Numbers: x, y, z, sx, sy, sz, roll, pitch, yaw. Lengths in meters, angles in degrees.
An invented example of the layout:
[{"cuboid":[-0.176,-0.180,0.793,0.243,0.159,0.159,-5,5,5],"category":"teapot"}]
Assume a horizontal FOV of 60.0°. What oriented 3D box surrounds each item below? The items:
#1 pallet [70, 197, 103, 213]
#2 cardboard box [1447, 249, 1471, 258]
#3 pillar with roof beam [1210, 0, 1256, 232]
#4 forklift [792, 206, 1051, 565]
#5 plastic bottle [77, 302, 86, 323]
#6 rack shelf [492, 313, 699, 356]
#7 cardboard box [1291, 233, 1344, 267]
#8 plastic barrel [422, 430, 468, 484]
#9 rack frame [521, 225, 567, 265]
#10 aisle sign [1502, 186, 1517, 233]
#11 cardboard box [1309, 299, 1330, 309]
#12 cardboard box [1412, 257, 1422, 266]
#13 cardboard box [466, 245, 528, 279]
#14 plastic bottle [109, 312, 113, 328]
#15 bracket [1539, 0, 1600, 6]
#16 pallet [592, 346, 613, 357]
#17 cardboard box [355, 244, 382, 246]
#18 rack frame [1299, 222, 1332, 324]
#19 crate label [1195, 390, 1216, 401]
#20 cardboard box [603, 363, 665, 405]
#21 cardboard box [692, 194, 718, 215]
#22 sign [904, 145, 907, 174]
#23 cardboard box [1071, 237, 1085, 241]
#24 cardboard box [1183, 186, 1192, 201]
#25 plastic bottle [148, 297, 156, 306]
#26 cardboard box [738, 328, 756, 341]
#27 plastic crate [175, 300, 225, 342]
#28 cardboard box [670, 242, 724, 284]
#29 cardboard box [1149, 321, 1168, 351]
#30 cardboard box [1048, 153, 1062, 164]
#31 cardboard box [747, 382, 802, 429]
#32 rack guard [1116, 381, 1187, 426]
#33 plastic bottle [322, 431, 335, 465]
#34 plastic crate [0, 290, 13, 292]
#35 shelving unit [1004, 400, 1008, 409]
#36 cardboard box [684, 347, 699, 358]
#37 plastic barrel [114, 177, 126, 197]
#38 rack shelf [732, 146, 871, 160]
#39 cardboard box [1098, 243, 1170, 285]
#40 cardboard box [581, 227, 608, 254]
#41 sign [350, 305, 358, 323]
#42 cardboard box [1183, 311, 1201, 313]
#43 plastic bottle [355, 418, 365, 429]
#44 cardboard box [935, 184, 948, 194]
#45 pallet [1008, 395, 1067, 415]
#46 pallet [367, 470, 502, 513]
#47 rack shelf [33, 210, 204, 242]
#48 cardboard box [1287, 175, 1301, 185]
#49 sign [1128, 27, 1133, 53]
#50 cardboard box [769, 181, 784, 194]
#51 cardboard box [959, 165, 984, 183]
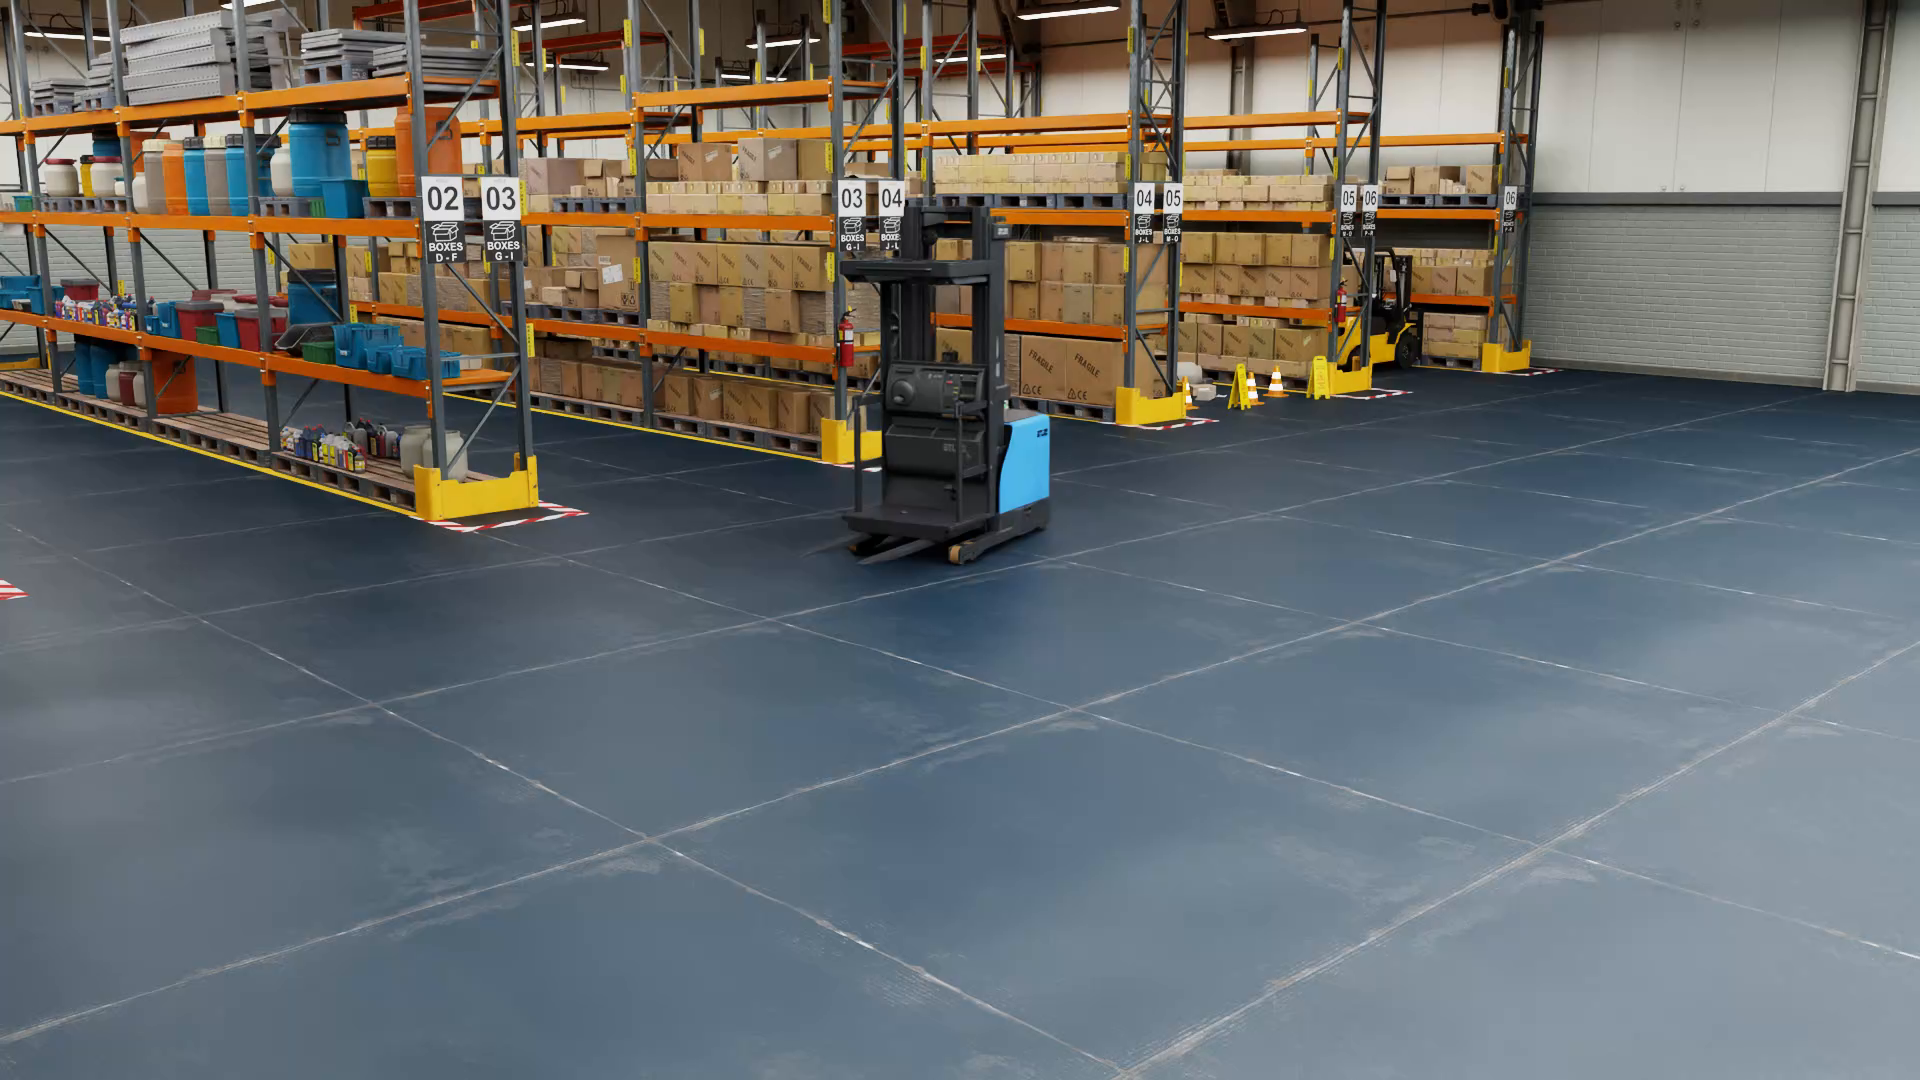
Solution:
[{"cuboid":[-11.516,-4.610,22.890,1.003,0.211,1.213,-11,16,-43],"category":"pallet"},{"cuboid":[8.918,-5.113,29.703,0.380,0.149,0.250,-10,16,-41],"category":"cardboard box"},{"cuboid":[2.625,-7.953,31.213,9.100,9.000,0.548,-11,16,-43],"category":"pillar with roof beam"},{"cuboid":[-0.315,-1.327,14.090,1.130,2.935,3.031,6,13,28],"category":"forklift"},{"cuboid":[-12.230,-3.183,23.236,0.152,0.276,0.135,-11,16,-43],"category":"plastic bottle"},{"cuboid":[-5.188,-2.962,23.637,1.077,0.370,4.000,-11,16,-43],"category":"rack shelf"},{"cuboid":[5.613,-4.548,26.090,0.500,0.500,0.700,11,16,44],"category":"cardboard box"},{"cuboid":[-5.136,-0.821,16.587,0.421,0.512,0.421,0,12,0],"category":"plastic barrel"},{"cuboid":[-8.436,-5.450,33.931,1.000,3.000,0.127,-11,16,-43],"category":"rack frame"},{"cuboid":[9.544,-5.734,28.869,0.394,0.787,0.004,-11,16,-43],"category":"aisle sign"},{"cuboid":[5.710,-3.721,26.163,0.380,0.149,0.250,-10,15,-41],"category":"cardboard box"},{"cuboid":[8.365,-5.074,30.250,0.380,0.149,0.250,-11,16,-42],"category":"cardboard box"},{"cuboid":[-7.062,-4.255,25.399,0.797,0.503,0.637,-10,15,-41],"category":"cardboard box"},{"cuboid":[-11.368,-2.956,22.320,0.097,0.201,0.097,0,12,0],"category":"plastic bottle"},{"cuboid":[11.703,-8.952,27.140,0.076,0.066,4.783,-11,16,-43],"category":"bracket"},{"cuboid":[-7.010,-3.772,32.695,1.003,0.211,1.213,-11,16,-43],"category":"pallet"},{"cuboid":[-10.174,-4.883,28.956,0.500,0.500,0.500,11,16,43],"category":"cardboard box"},{"cuboid":[6.948,-5.096,32.210,1.000,3.000,0.127,-11,16,-43],"category":"rack frame"},{"cuboid":[3.738,-2.202,25.261,0.298,0.136,0.250,3,12,16],"category":"crate label"},{"cuboid":[-4.531,-2.178,23.156,0.700,0.500,0.500,-11,16,-43],"category":"cardboard box"},{"cuboid":[-2.977,-4.166,20.637,0.500,0.250,0.500,11,16,43],"category":"cardboard box"},{"cuboid":[-0.652,-4.411,19.290,0.100,0.325,0.005,-11,16,-43],"category":"sign"},{"cuboid":[2.187,-5.293,29.535,0.250,0.149,0.380,11,16,43],"category":"cardboard box"},{"cuboid":[3.830,-5.768,27.677,0.500,0.250,0.500,-11,16,-43],"category":"cardboard box"},{"cuboid":[-11.281,-3.226,23.259,0.144,0.351,0.185,-11,16,-43],"category":"plastic bottle"},{"cuboid":[-2.502,-2.533,20.393,0.380,0.149,0.250,-11,16,-43],"category":"cardboard box"},{"cuboid":[-9.256,-2.669,20.273,0.402,0.464,0.583,-11,16,-43],"category":"plastic crate"},{"cuboid":[-3.333,-3.533,21.163,0.500,0.500,0.500,-11,16,-43],"category":"cardboard box"},{"cuboid":[3.573,-3.506,28.409,0.500,0.500,0.500,-10,15,-40],"category":"cardboard box"},{"cuboid":[1.435,-5.256,22.916,0.380,0.149,0.250,-11,16,-42],"category":"cardboard box"},{"cuboid":[-2.319,-1.690,20.834,0.500,0.500,0.500,-9,15,-37],"category":"cardboard box"},{"cuboid":[2.630,-1.887,22.833,1.175,0.500,0.348,-11,16,-43],"category":"rack guard"},{"cuboid":[-6.707,-0.985,17.733,0.144,0.351,0.185,-11,16,-43],"category":"plastic bottle"},{"cuboid":[-15.289,-3.853,26.445,0.416,0.233,0.300,-11,16,-43],"category":"plastic crate"},{"cuboid":[0.170,-0.817,15.863,0.503,1.200,0.258,4,9,20],"category":"shelving unit"},{"cuboid":[-4.617,-3.551,29.869,0.500,0.500,0.500,-11,16,-42],"category":"cardboard box"},{"cuboid":[-10.997,-4.659,21.960,0.301,0.262,0.301,0,12,0],"category":"plastic barrel"},{"cuboid":[-3.545,-8.253,35.442,1.077,0.370,4.000,-11,16,-43],"category":"rack shelf"},{"cuboid":[2.385,-3.777,22.762,0.875,0.550,0.550,-11,16,-43],"category":"cardboard box"},{"cuboid":[-6.898,-5.733,31.842,0.500,0.500,0.500,-10,16,-41],"category":"cardboard box"},{"cuboid":[-6.983,-2.543,19.134,0.100,0.325,0.005,-11,16,-43],"category":"sign"},{"cuboid":[5.064,-4.535,34.333,0.875,0.625,0.625,-10,15,-41],"category":"cardboard box"},{"cuboid":[-6.736,-1.196,18.759,0.185,0.351,0.144,11,16,44],"category":"plastic bottle"},{"cuboid":[-0.144,-5.199,24.613,0.380,0.149,0.250,-11,16,-43],"category":"cardboard box"},{"cuboid":[1.166,-2.033,24.256,1.003,0.211,1.213,-11,16,-43],"category":"pallet"},{"cuboid":[-5.270,-0.506,16.846,1.003,0.211,1.213,-11,16,-43],"category":"pallet"},{"cuboid":[-11.532,-4.325,22.818,1.077,0.370,4.000,-11,16,-43],"category":"rack shelf"},{"cuboid":[5.336,-5.642,26.076,0.380,0.149,0.250,-11,16,-43],"category":"cardboard box"},{"cuboid":[2.211,-6.476,21.533,0.100,0.325,0.005,-11,16,-43],"category":"sign"},{"cuboid":[-2.015,-4.139,19.517,0.380,0.149,0.250,-11,16,-42],"category":"cardboard box"},{"cuboid":[0.335,-5.311,24.169,0.500,0.250,0.500,-11,16,-43],"category":"cardboard box"}]
